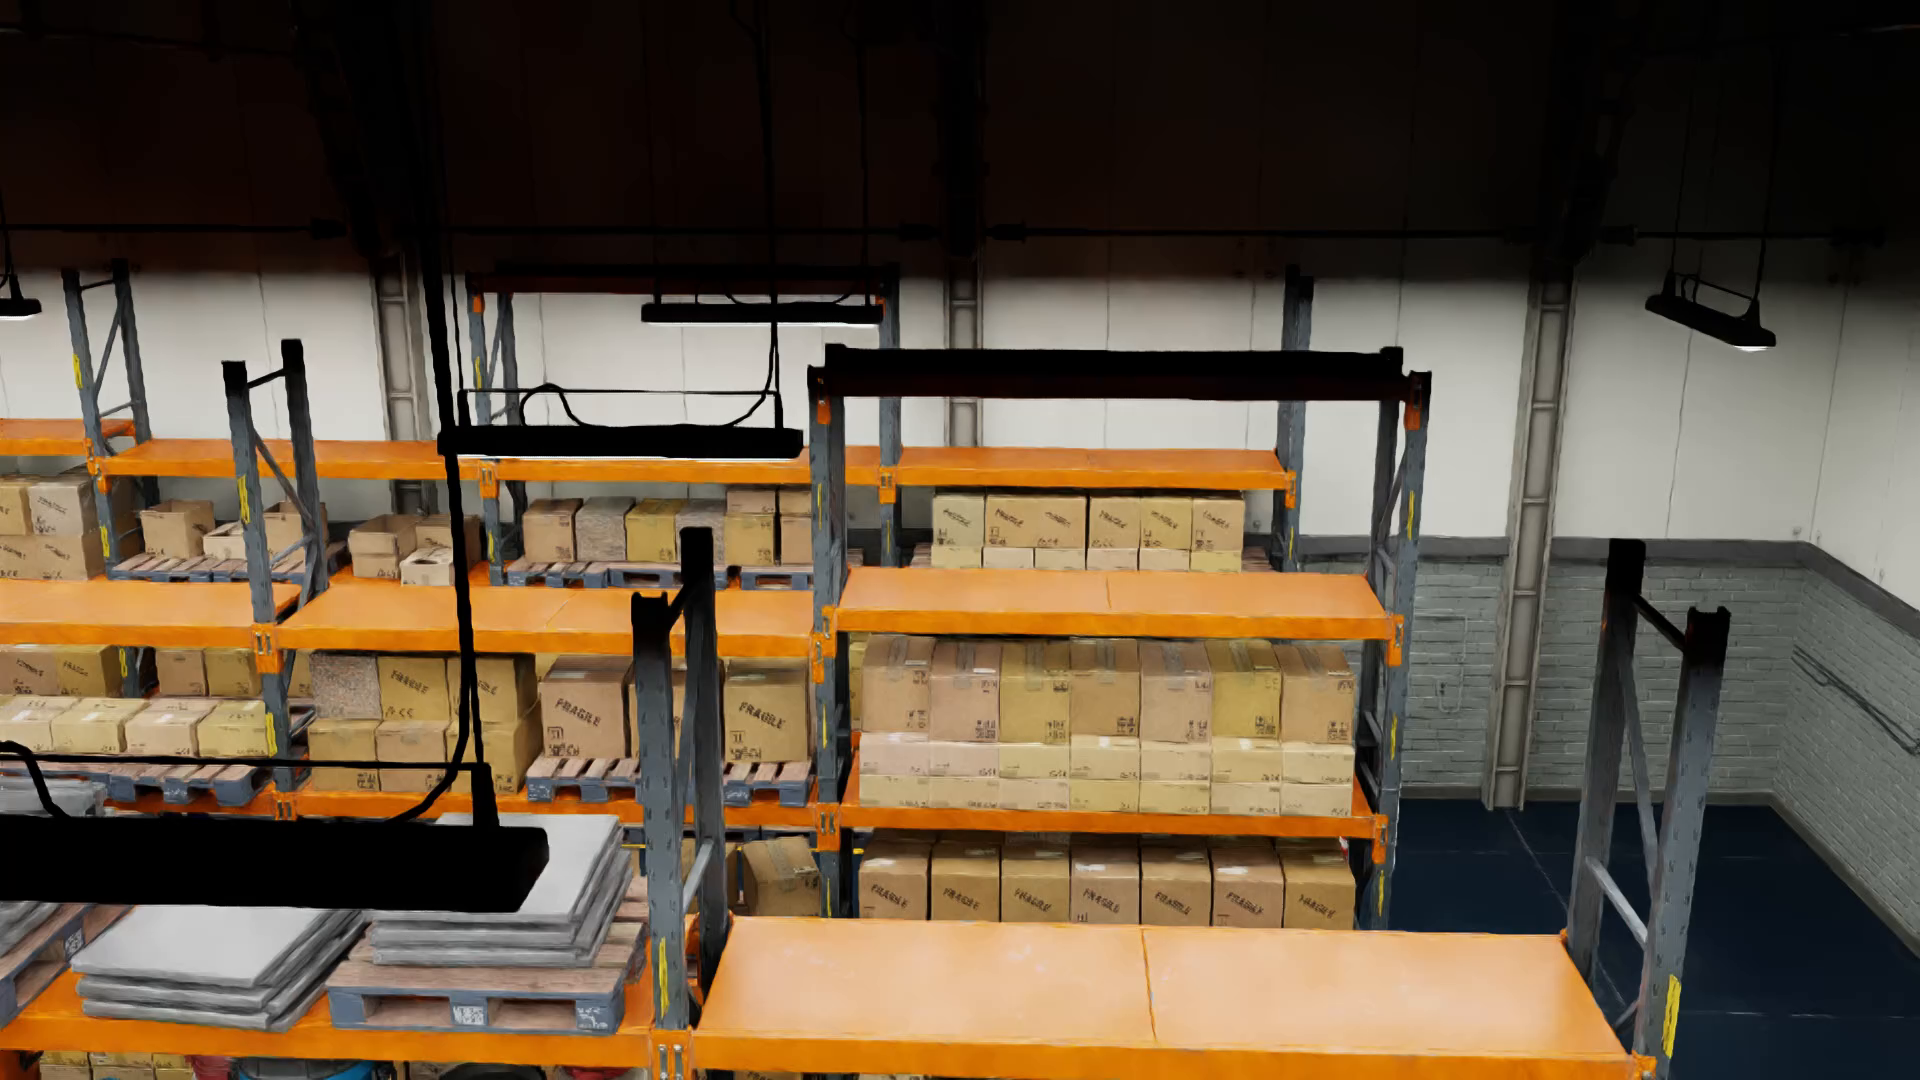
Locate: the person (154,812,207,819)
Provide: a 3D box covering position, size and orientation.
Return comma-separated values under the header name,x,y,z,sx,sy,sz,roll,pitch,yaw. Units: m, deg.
name,x,y,z,sx,sy,sz,roll,pitch,yaw
person,-7.791,2.620,16.596,0.577,1.657,0.445,-6,17,-21
